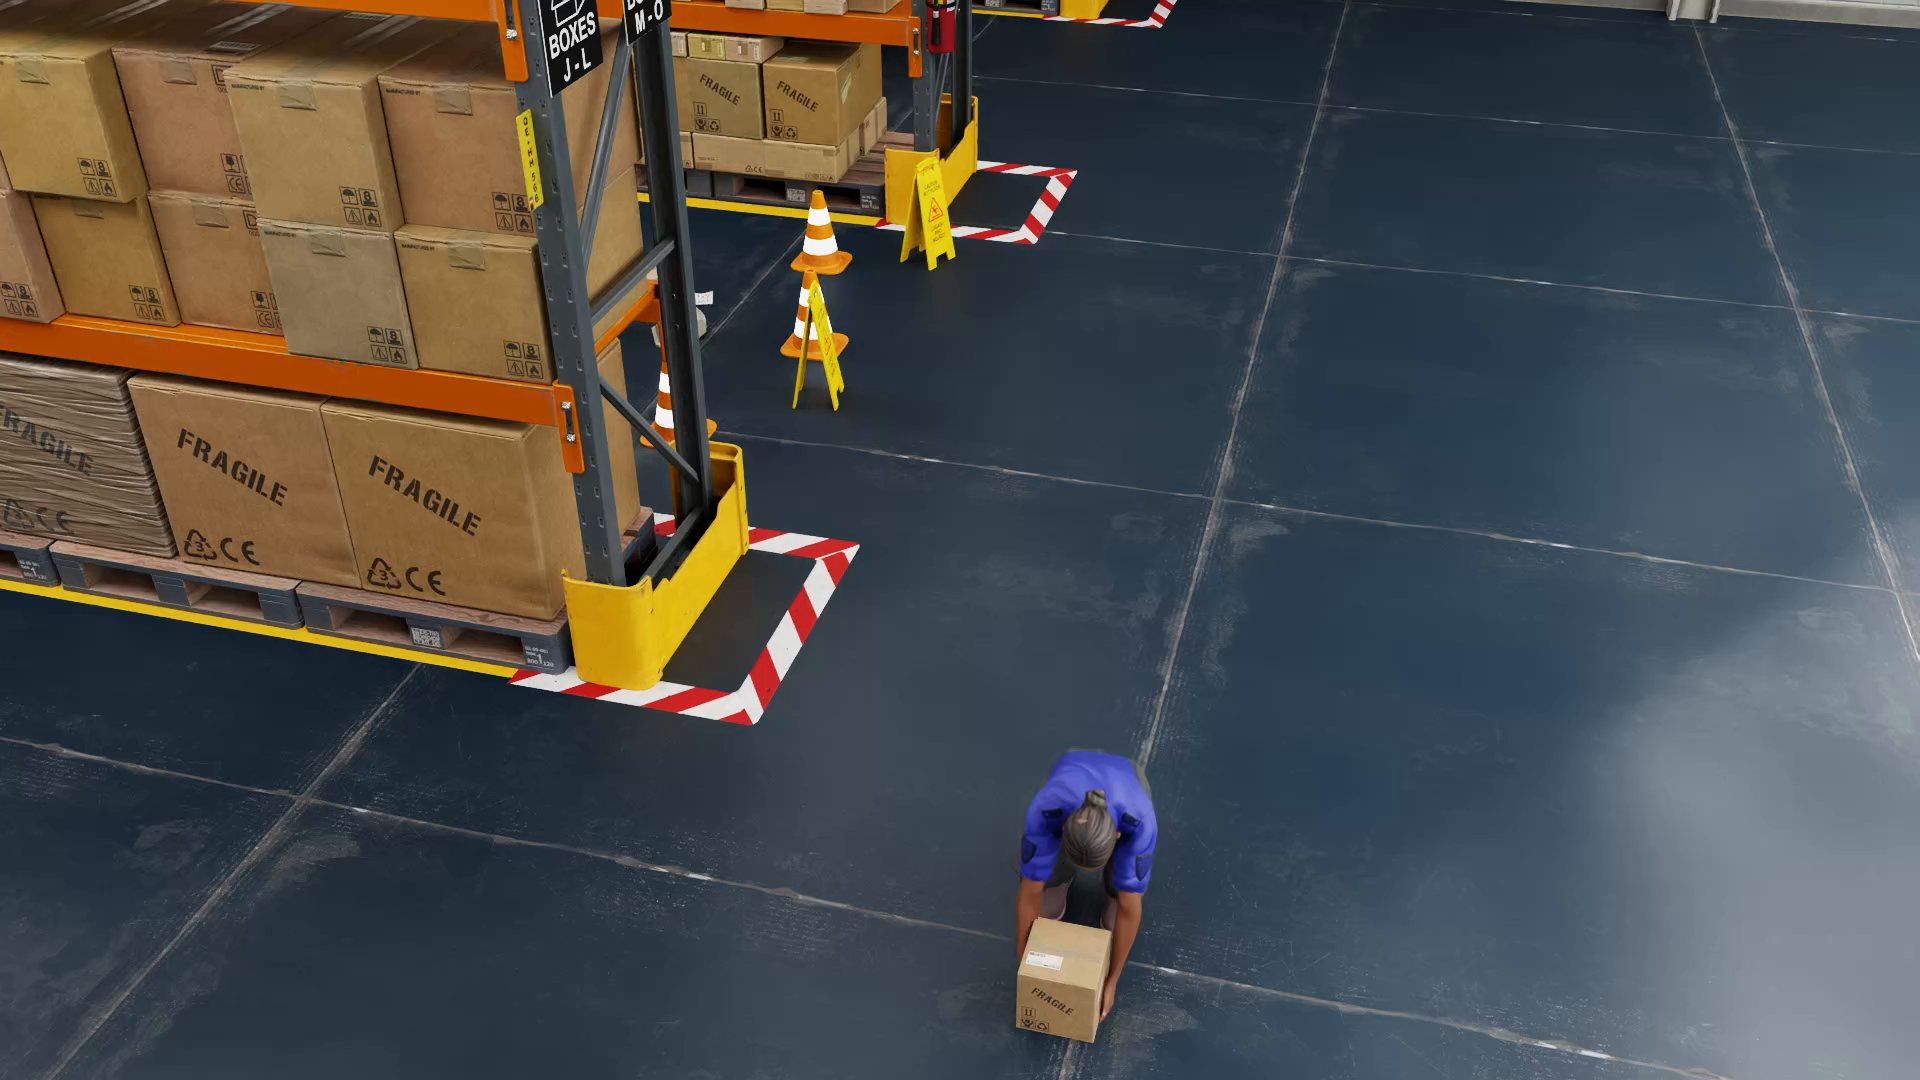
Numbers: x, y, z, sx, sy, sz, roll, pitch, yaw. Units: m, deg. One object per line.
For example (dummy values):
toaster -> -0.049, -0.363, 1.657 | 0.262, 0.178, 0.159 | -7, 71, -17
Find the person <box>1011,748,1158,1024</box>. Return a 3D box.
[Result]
person -> 0.414, 0.998, 5.438 | 0.467, 0.799, 0.847 | 8, 34, 12
